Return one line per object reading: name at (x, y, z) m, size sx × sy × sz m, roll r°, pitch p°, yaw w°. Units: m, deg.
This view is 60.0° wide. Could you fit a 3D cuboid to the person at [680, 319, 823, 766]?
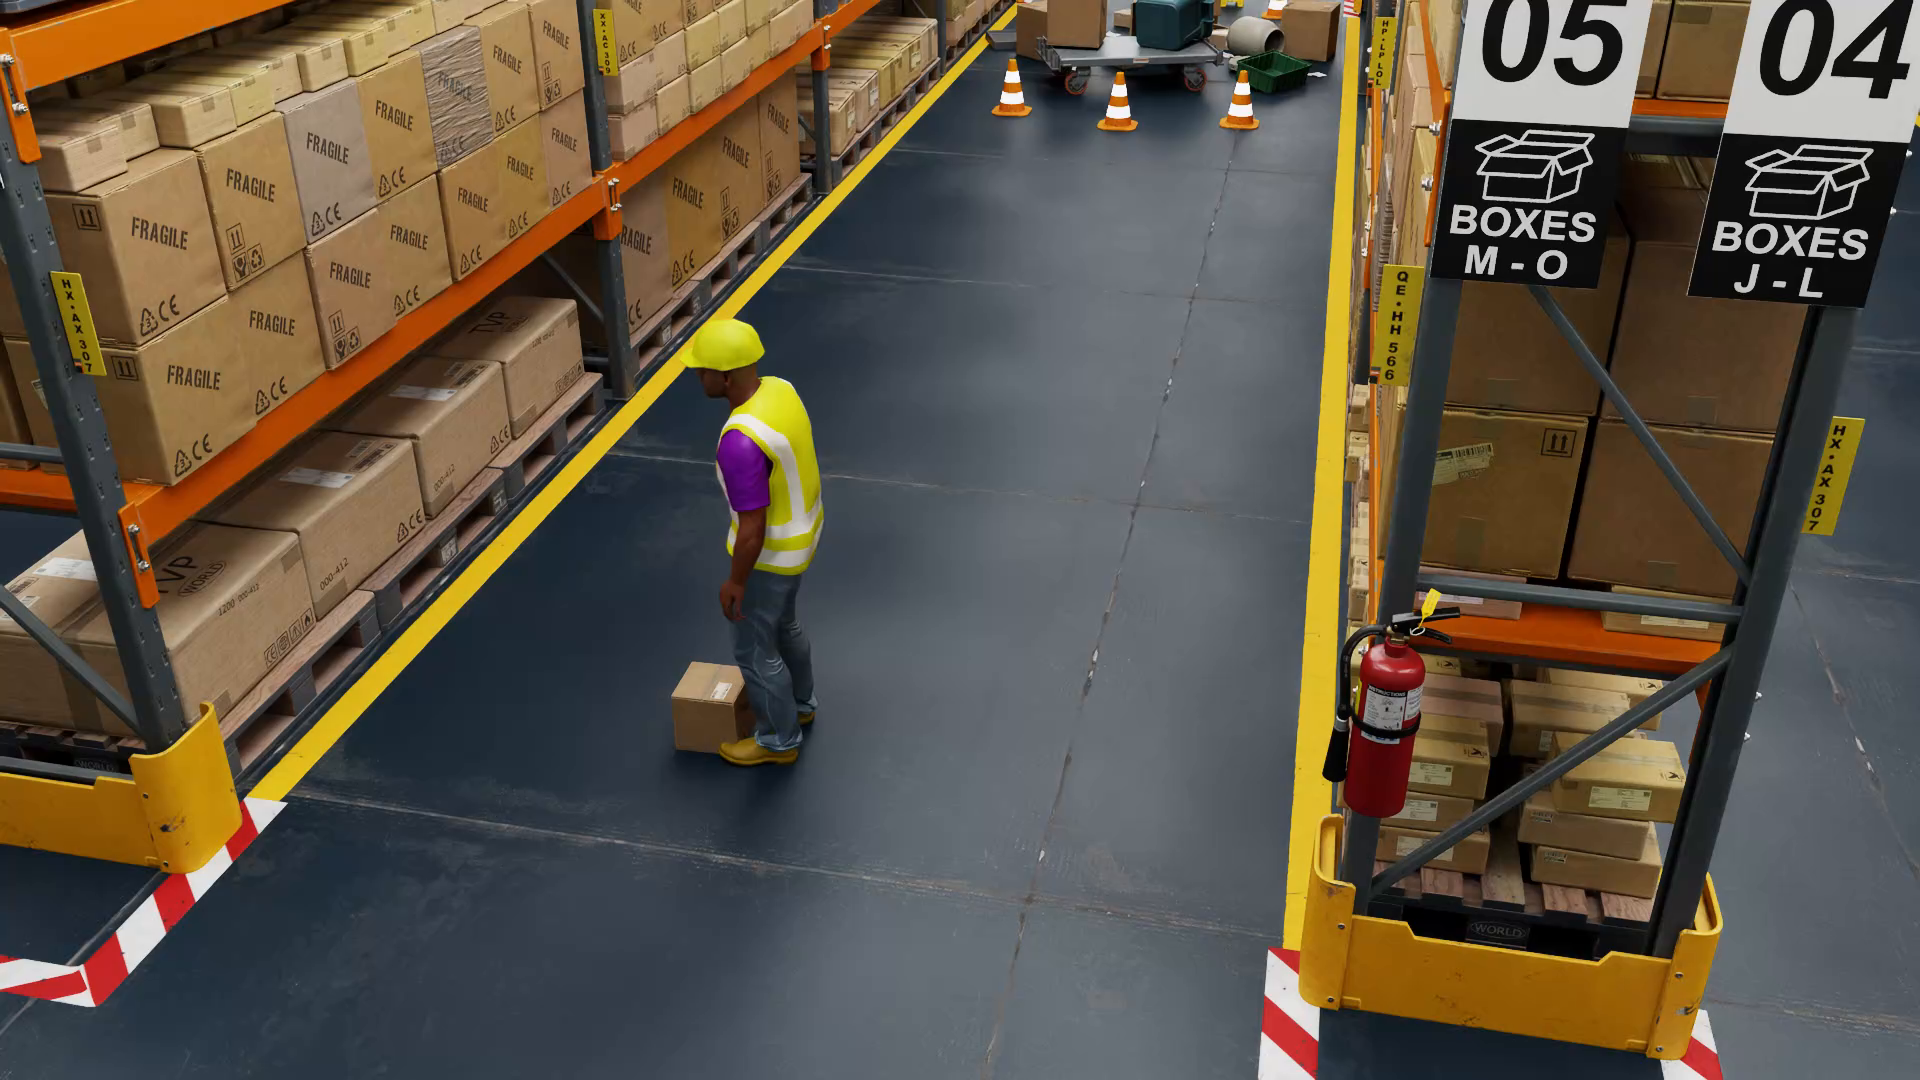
person at (-0.733, 0.019, 6.071) m, size 0.452 × 1.760 × 0.635 m, roll 4°, pitch 29°, yaw 8°
